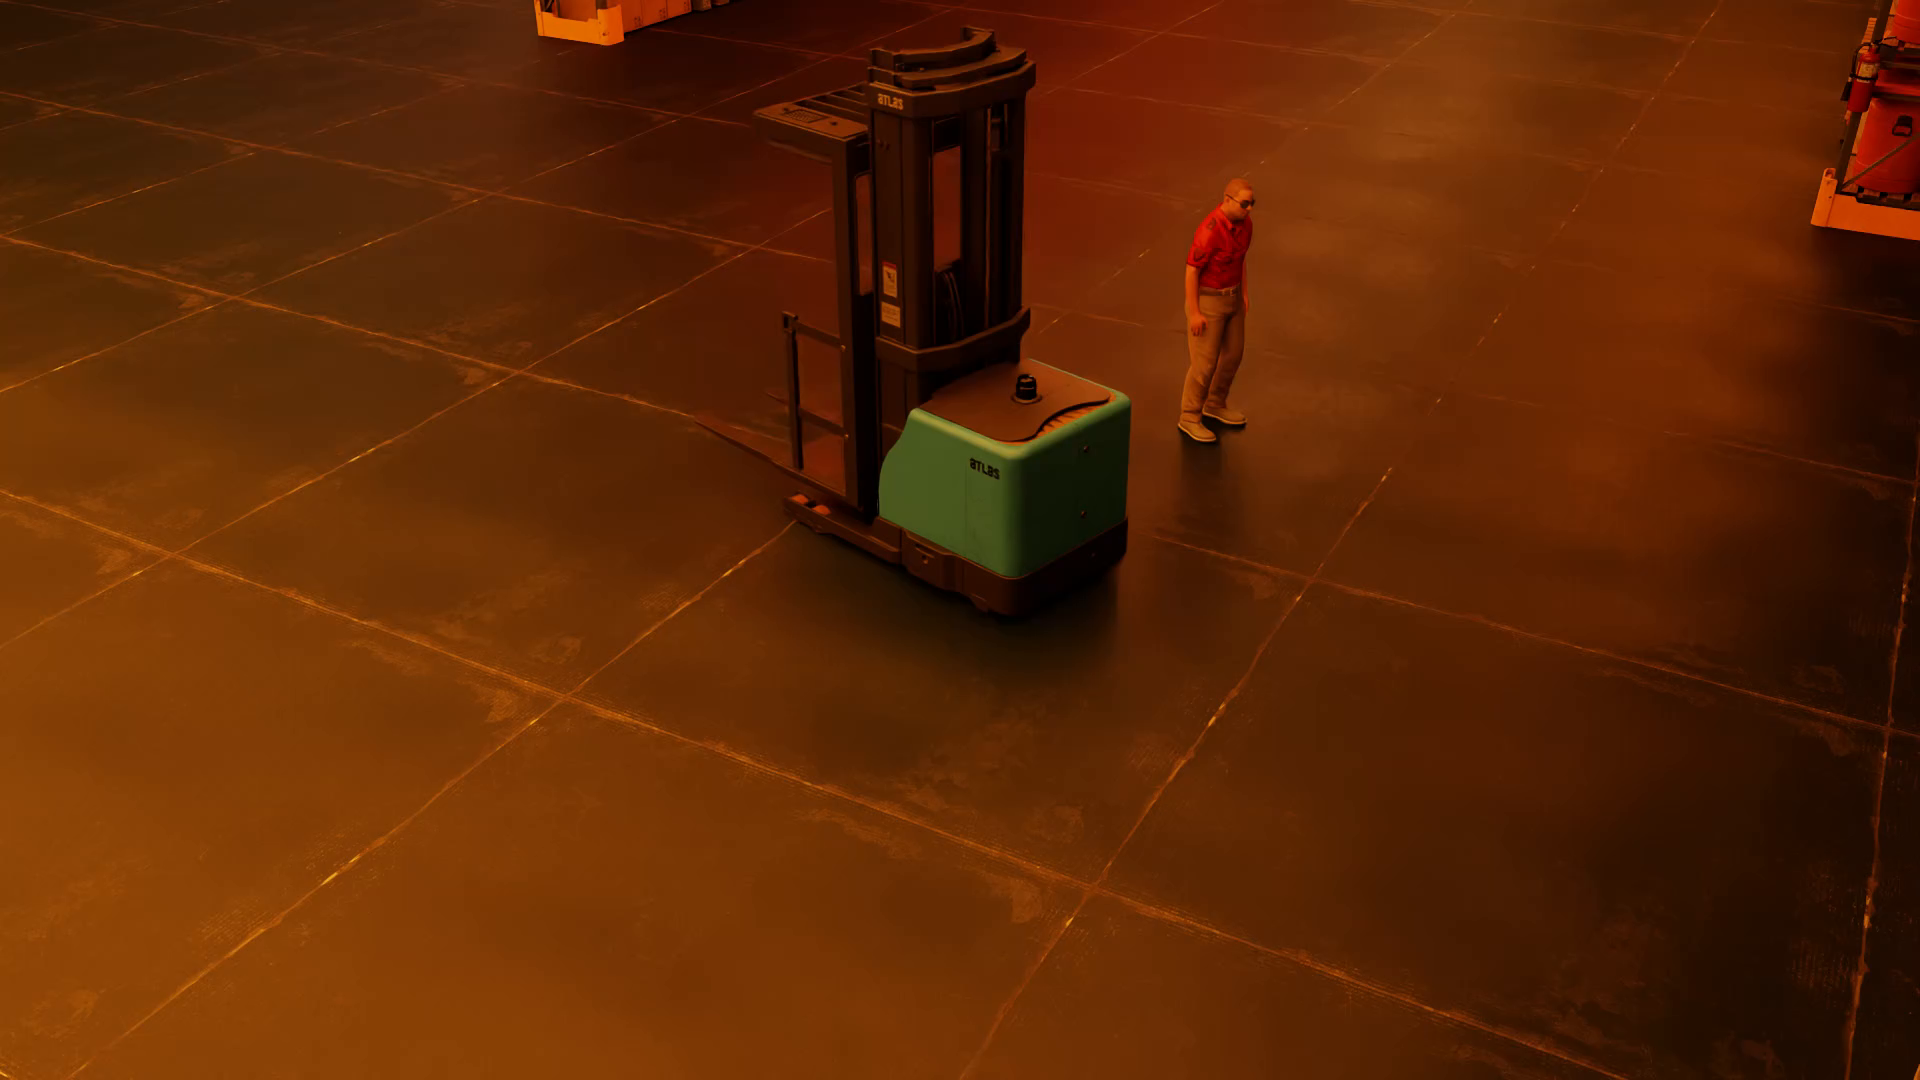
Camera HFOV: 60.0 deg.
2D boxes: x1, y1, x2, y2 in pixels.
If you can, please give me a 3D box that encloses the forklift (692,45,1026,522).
[{"bbox_3d":[-0.500,-1.475,9.690,2.884,2.867,1.101,26,39,37],"label":"forklift"}]
